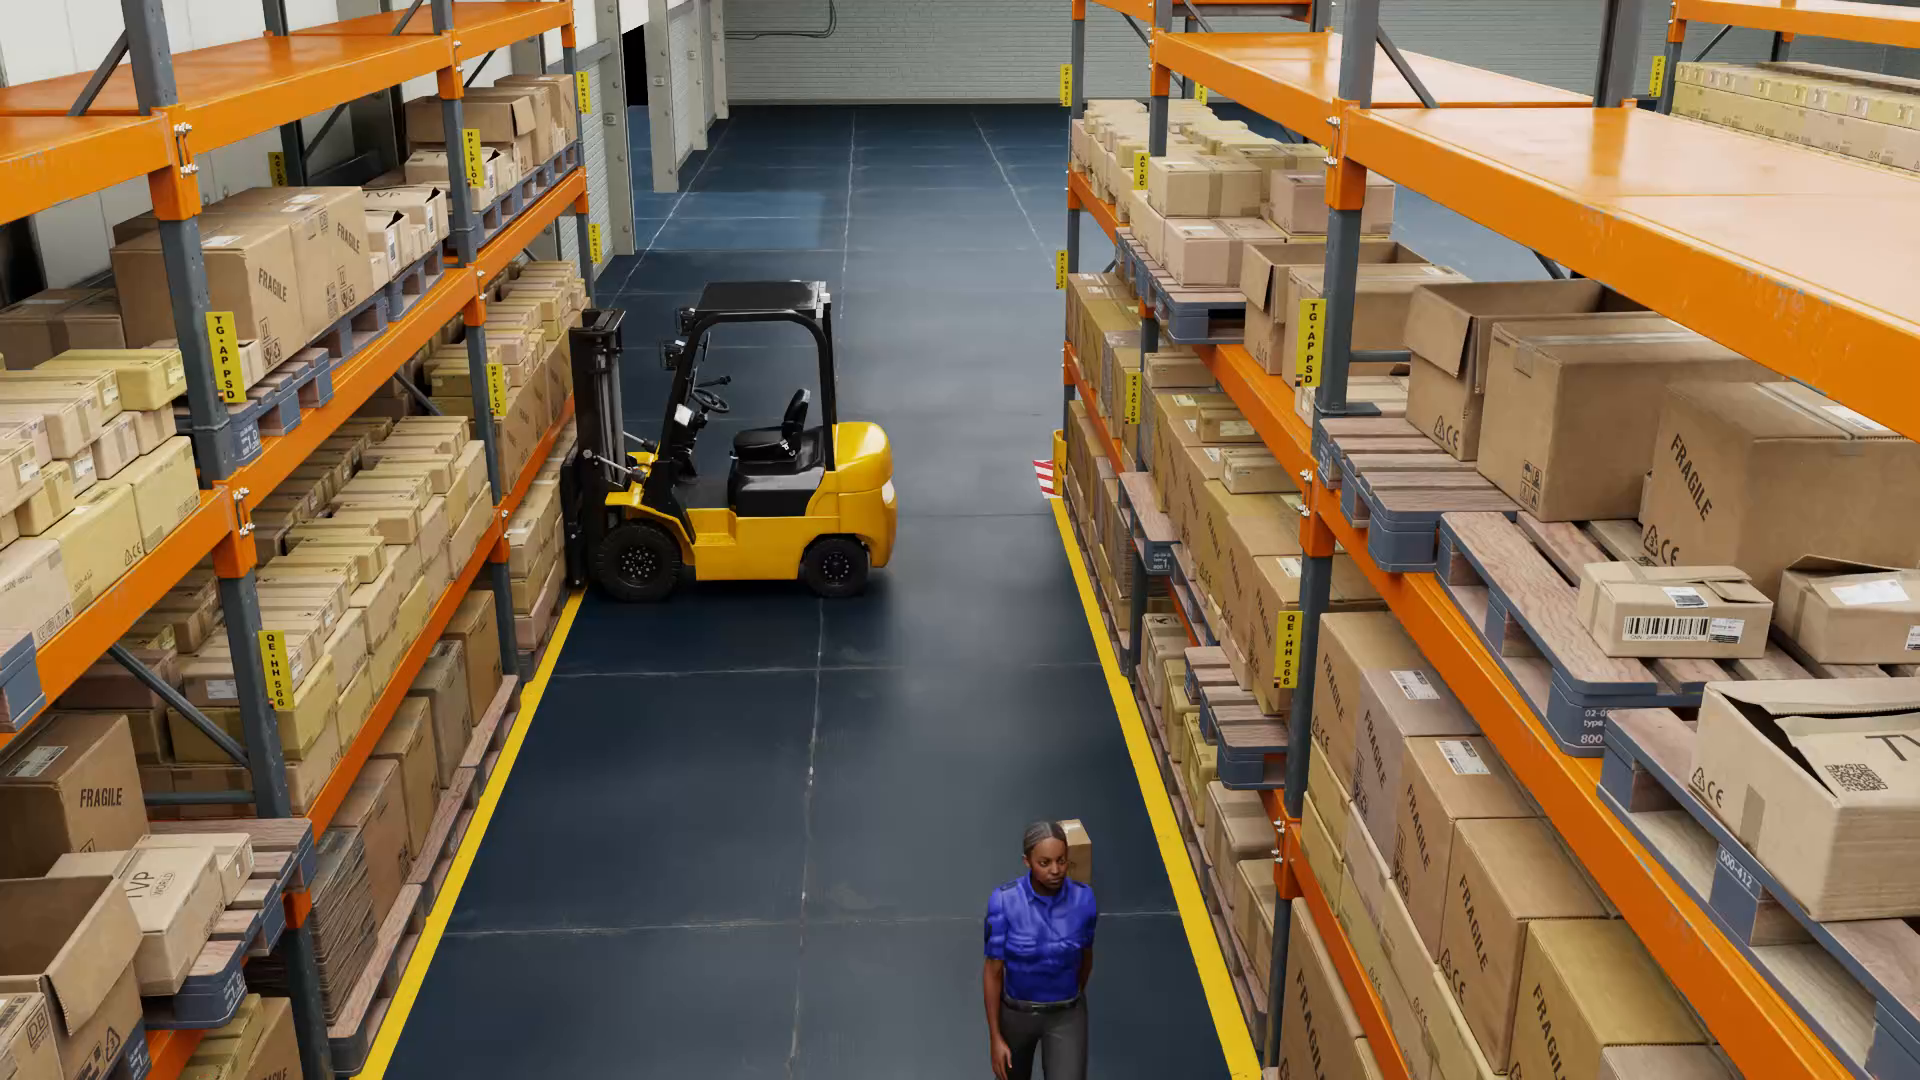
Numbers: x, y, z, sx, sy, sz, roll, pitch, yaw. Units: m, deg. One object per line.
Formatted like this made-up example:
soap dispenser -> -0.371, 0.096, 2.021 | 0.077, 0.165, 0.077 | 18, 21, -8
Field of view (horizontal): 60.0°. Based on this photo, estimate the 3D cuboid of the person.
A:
person -> 0.300, 1.794, 6.290 | 0.435, 1.602, 0.978 | -1, 21, -1
